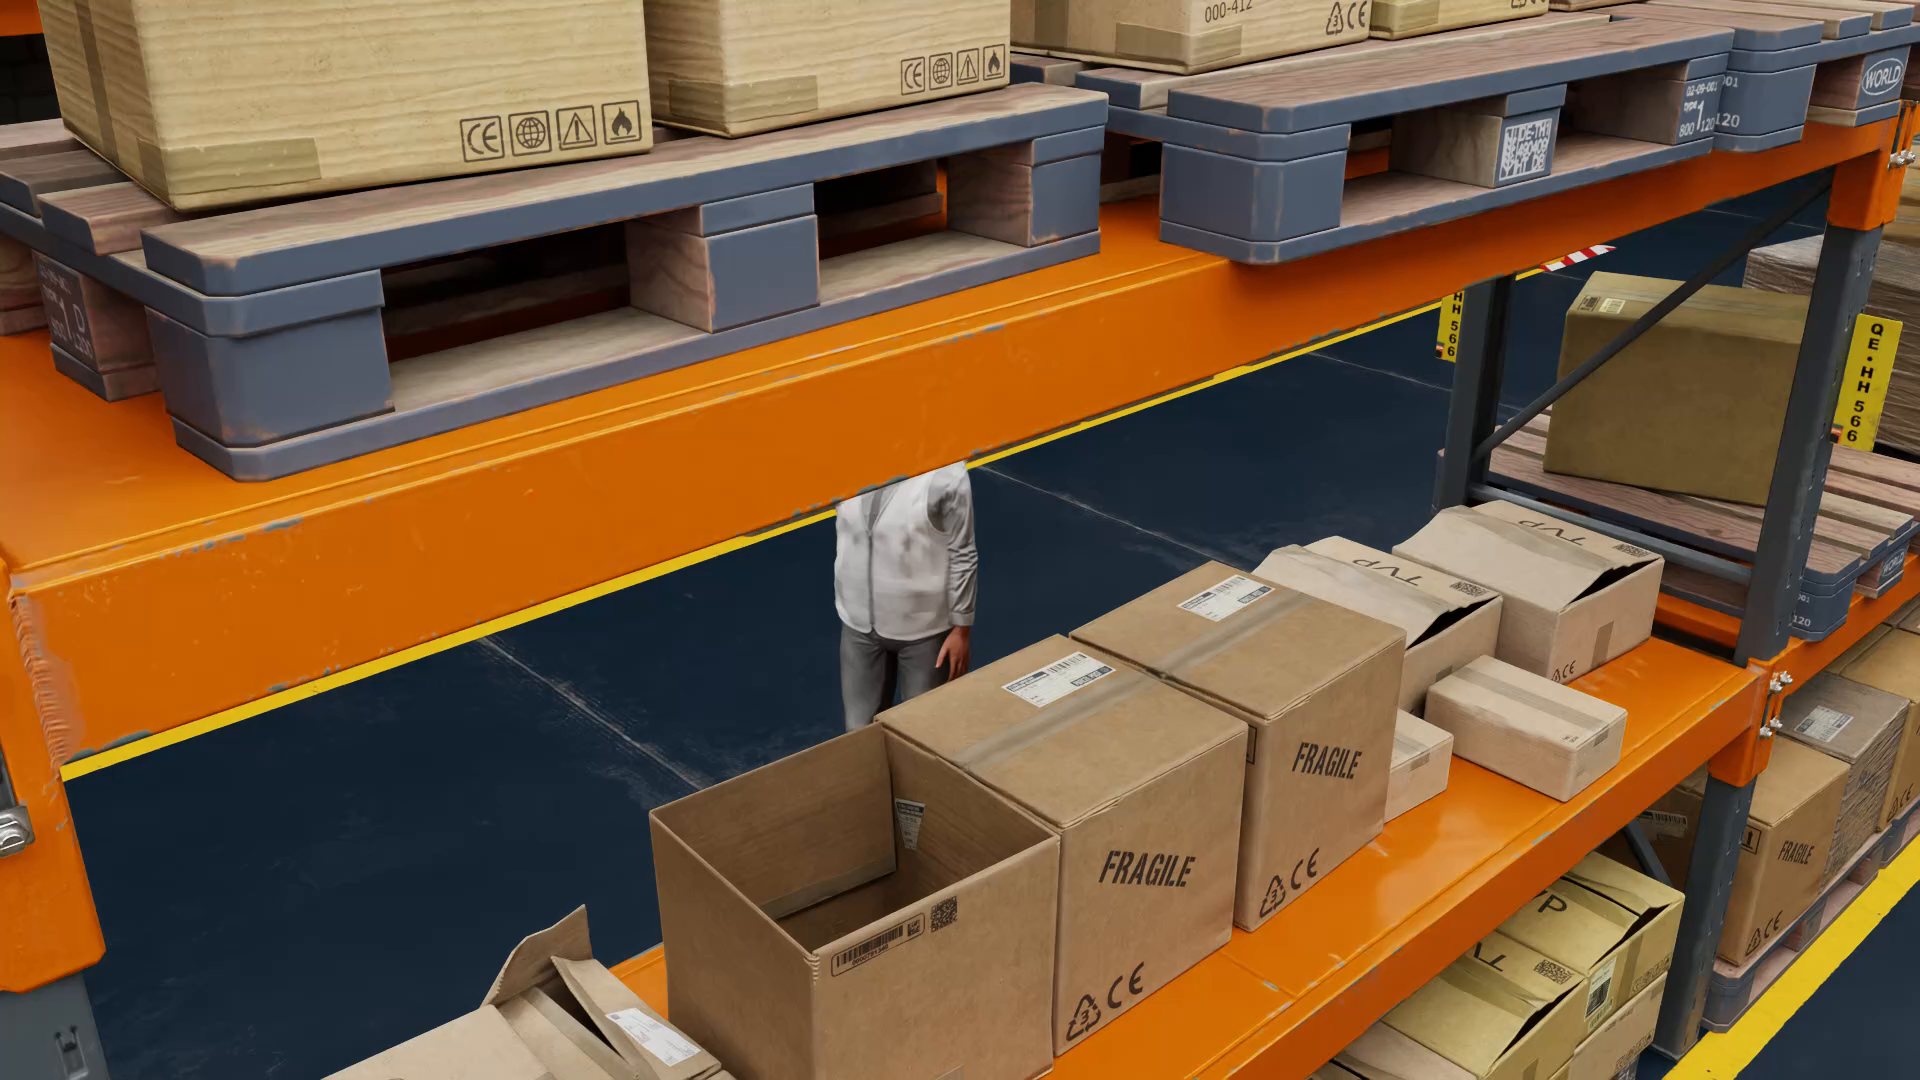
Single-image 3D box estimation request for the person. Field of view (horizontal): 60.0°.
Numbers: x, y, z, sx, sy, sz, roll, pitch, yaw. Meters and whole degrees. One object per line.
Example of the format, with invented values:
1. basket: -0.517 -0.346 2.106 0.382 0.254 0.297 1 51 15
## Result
1. person: -0.222 0.278 5.428 0.557 1.767 0.692 12 27 26
